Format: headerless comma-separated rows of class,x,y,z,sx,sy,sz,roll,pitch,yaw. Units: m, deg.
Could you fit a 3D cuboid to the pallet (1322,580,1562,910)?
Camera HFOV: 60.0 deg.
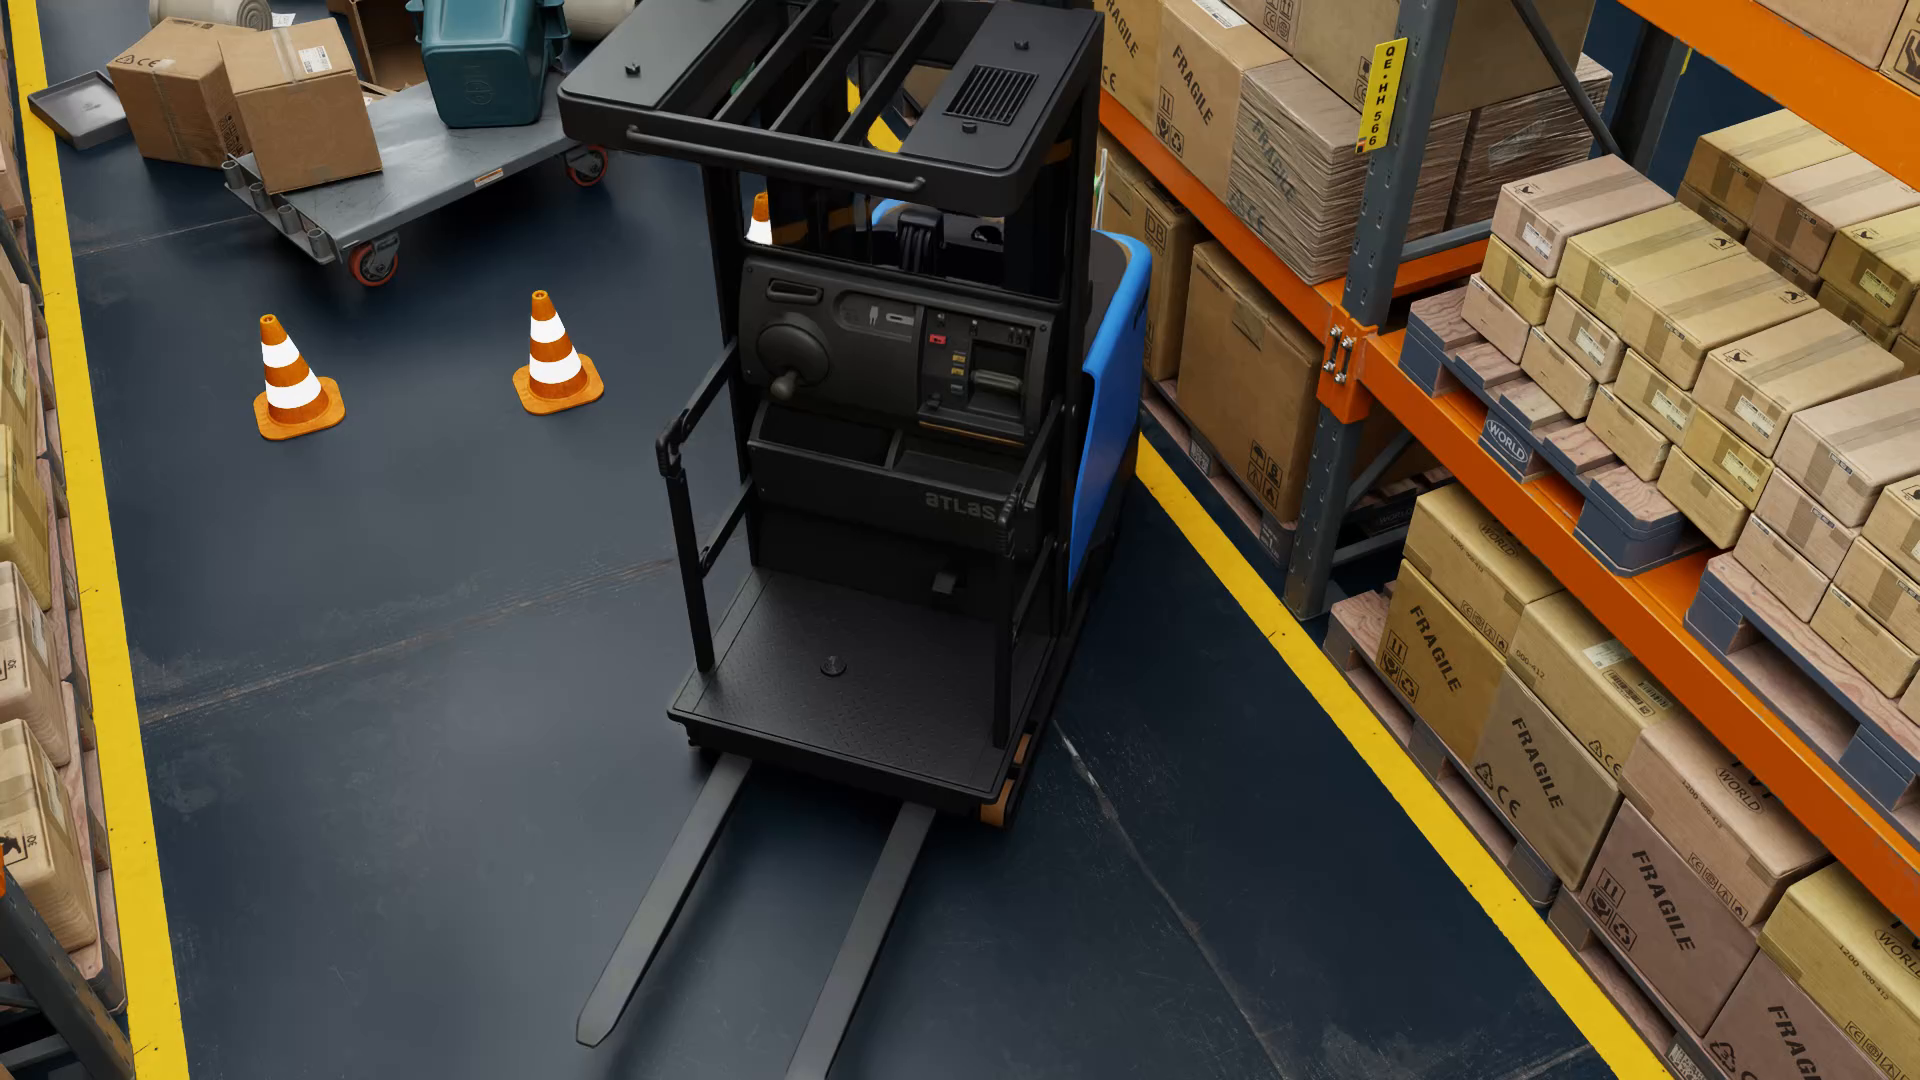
pallet,1.971,0.536,5.556,1.003,0.211,1.213,-18,47,-17

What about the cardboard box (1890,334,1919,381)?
cardboard box,2.596,-0.444,4.232,0.380,0.149,0.250,-18,47,-17

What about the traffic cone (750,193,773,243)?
traffic cone,-0.845,-1.300,7.238,0.336,0.463,0.334,-18,47,-17

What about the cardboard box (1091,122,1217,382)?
cardboard box,1.098,-1.274,6.708,1.050,0.750,0.750,-17,47,-17

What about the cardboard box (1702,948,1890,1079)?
cardboard box,2.358,1.282,4.295,0.500,0.500,0.500,-19,48,-18

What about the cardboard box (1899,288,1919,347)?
cardboard box,2.595,-0.553,4.131,0.380,0.149,0.250,-17,47,-16

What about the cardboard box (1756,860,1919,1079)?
cardboard box,2.343,1.004,4.044,0.500,0.250,0.500,-20,48,-19

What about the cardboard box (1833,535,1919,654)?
cardboard box,2.207,0.067,3.714,0.380,0.149,0.250,-18,48,-18

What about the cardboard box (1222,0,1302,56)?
cardboard box,1.250,-1.957,5.315,0.700,0.500,0.500,-19,48,-18

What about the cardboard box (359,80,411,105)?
cardboard box,-2.882,-2.157,8.247,0.396,0.266,0.258,18,47,18

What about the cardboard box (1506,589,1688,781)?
cardboard box,1.927,0.353,4.704,0.500,0.250,0.500,-19,48,-18

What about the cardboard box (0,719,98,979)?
cardboard box,-3.034,0.995,4.678,0.950,0.372,0.625,-21,48,-20

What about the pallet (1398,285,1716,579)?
pallet,2.040,-0.464,4.721,1.213,0.211,1.003,-18,47,-17

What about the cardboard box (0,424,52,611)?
cardboard box,-3.665,0.042,5.644,0.950,0.372,0.625,-17,47,-16

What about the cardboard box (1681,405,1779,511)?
cardboard box,2.002,-0.251,4.037,0.380,0.149,0.250,-18,47,-17

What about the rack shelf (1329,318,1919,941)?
rack shelf,2.484,0.576,4.043,1.077,0.370,4.000,-18,47,-17

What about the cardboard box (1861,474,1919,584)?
cardboard box,2.216,-0.038,3.609,0.380,0.149,0.250,-17,47,-16

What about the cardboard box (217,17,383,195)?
cardboard box,-2.885,-1.902,7.282,0.500,0.500,0.500,-18,47,-17

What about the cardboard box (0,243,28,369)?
cardboard box,-4.264,-0.858,6.556,0.950,0.372,0.625,-17,47,-17

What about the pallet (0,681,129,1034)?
pallet,-3.133,1.066,5.019,1.003,0.211,1.213,-18,47,-17

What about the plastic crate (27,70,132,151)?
plastic crate,-4.403,-2.181,8.403,0.402,0.080,0.583,-35,54,-30

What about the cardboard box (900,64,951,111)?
cardboard box,0.304,-2.483,7.934,1.050,0.750,0.750,-18,47,-18

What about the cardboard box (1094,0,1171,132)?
cardboard box,0.792,-1.835,5.903,0.500,0.500,0.500,-19,48,-18

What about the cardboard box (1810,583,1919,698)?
cardboard box,2.208,0.175,3.817,0.380,0.149,0.250,-17,47,-17

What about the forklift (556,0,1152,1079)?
forklift,-0.261,-0.451,4.620,1.130,2.935,3.031,13,46,13

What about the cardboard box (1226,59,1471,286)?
cardboard box,1.210,-1.198,5.257,0.500,0.500,0.500,-18,47,-17

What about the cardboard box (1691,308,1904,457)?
cardboard box,1.987,-0.378,3.953,0.380,0.149,0.250,-20,48,-19

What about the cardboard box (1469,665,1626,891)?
cardboard box,1.924,0.631,4.955,0.500,0.500,0.500,-17,47,-17

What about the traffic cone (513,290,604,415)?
traffic cone,-1.666,-0.808,6.739,0.336,0.463,0.334,-18,47,-17

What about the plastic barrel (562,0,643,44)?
plastic barrel,-1.907,-2.856,8.843,0.512,0.421,0.421,11,46,11

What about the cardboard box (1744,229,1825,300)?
cardboard box,2.378,-0.771,4.563,0.380,0.149,0.250,-16,47,-16

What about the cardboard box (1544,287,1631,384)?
cardboard box,1.780,-0.581,4.371,0.380,0.149,0.250,-16,47,-16

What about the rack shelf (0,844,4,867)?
rack shelf,-3.646,-0.447,5.079,1.077,0.370,4.000,-18,47,-17

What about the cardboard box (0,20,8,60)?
cardboard box,-5.149,-2.597,8.405,0.500,0.250,0.500,-20,48,-19

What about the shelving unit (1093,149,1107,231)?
shelving unit,0.252,-0.947,6.355,0.503,1.200,0.258,13,46,13

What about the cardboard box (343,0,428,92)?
cardboard box,-2.733,-2.721,8.553,0.797,0.637,0.503,-18,47,-17

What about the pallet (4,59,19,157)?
pallet,-5.319,-2.181,8.310,1.003,0.211,1.213,-18,47,-17

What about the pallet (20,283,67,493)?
pallet,-4.159,-0.489,6.595,1.003,0.211,1.213,-18,47,-17

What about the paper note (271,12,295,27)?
paper note,-3.745,-2.865,9.140,0.148,0.019,0.142,-3,45,-3

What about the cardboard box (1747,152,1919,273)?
cardboard box,2.369,-0.889,4.471,0.380,0.149,0.250,-19,48,-18

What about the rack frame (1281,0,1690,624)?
rack frame,1.643,-0.955,5.082,1.000,3.000,0.127,-18,47,-17

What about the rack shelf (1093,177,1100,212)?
rack shelf,0.252,-1.245,6.064,0.480,0.148,0.258,13,46,13

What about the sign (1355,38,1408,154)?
sign,1.141,-1.201,4.507,0.100,0.325,0.005,-18,47,-17

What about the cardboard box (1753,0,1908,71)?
cardboard box,1.859,-1.299,3.224,0.500,0.500,0.500,-18,47,-17

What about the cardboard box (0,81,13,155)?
cardboard box,-4.725,-1.941,7.740,0.500,0.250,0.500,-16,47,-15

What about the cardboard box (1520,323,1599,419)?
cardboard box,1.761,-0.499,4.500,0.380,0.149,0.250,-16,47,-15

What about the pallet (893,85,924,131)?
pallet,0.354,-2.041,8.169,1.003,0.211,1.213,-18,47,-17

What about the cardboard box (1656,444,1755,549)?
cardboard box,1.990,-0.155,4.152,0.380,0.149,0.250,-16,47,-16

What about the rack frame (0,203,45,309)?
rack frame,-4.487,-1.977,6.118,1.000,3.000,0.127,-18,47,-17

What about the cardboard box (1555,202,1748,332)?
cardboard box,1.777,-0.704,4.284,0.380,0.149,0.250,-19,48,-18
